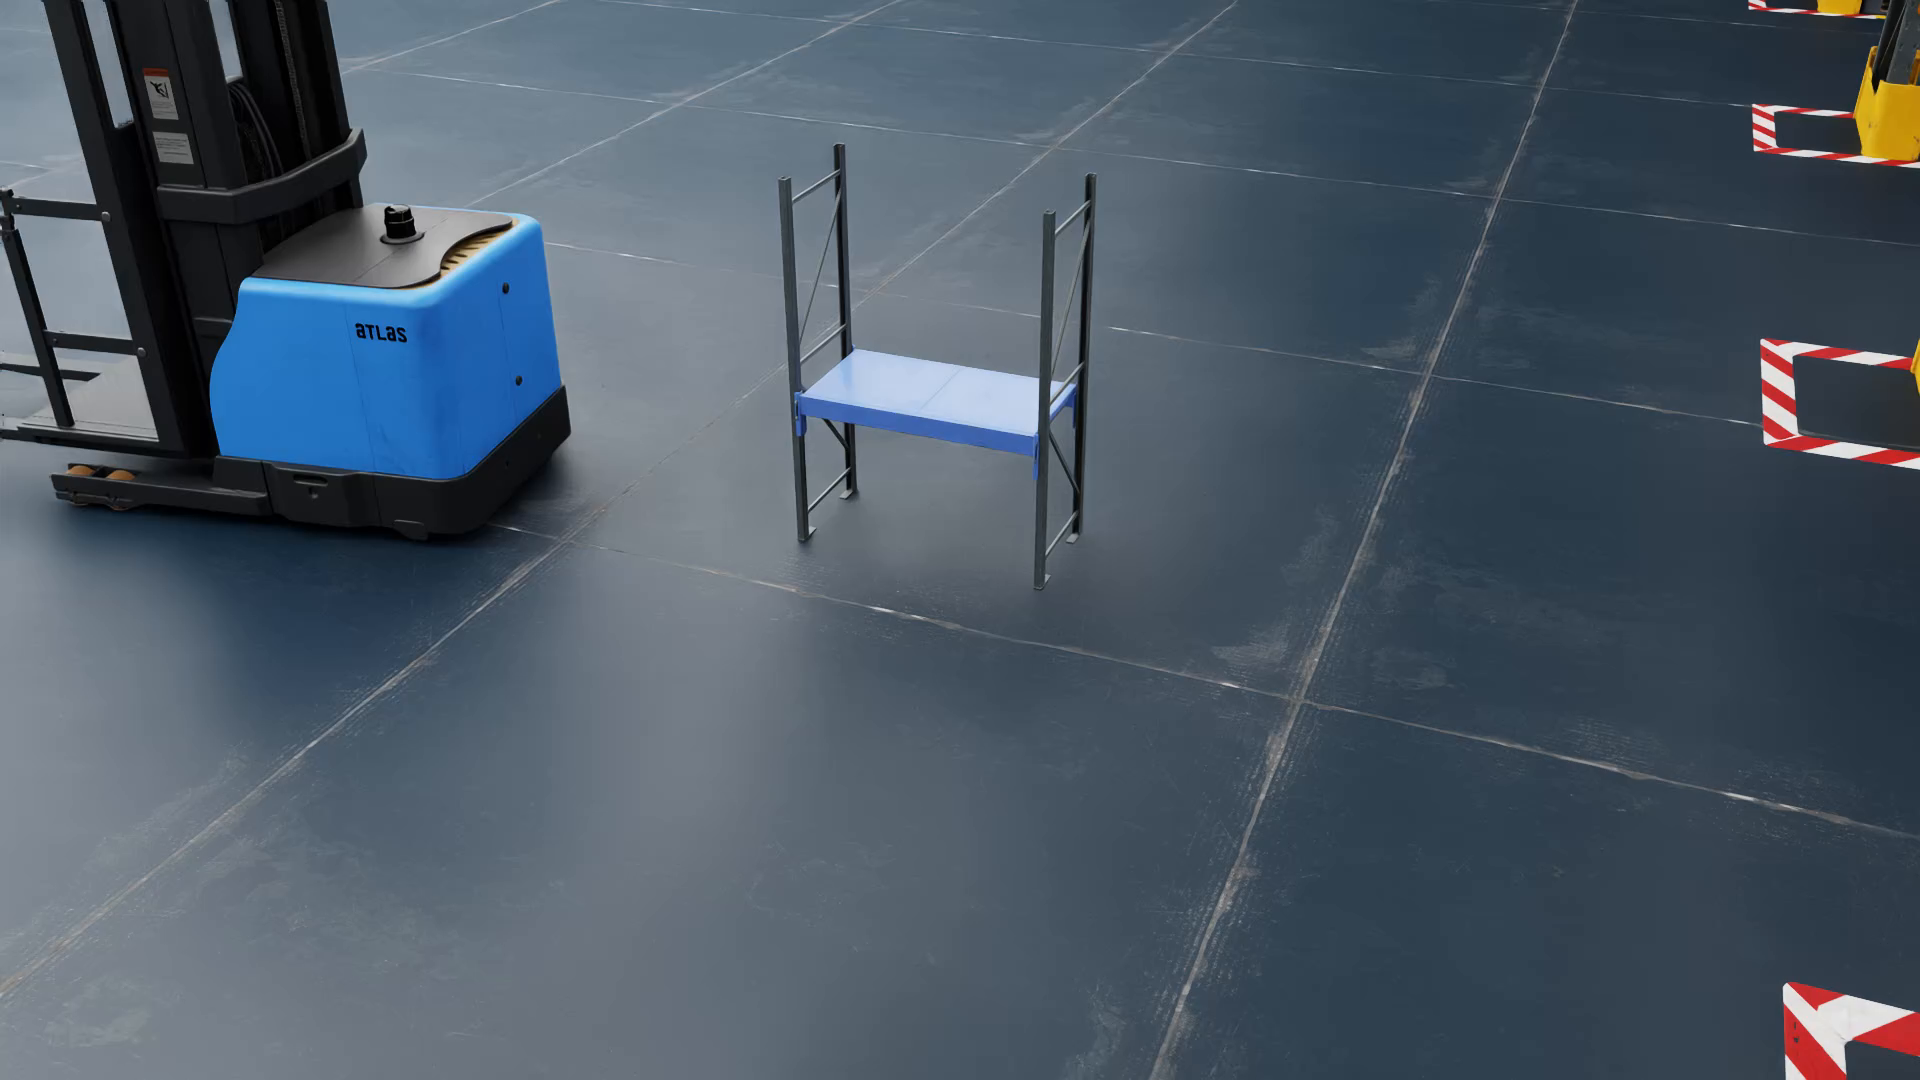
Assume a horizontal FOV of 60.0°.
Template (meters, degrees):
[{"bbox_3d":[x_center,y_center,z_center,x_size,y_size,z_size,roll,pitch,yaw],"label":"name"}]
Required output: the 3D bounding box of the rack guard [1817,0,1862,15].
[{"bbox_3d":[8.319,-5.334,15.679,0.348,0.500,1.175,11,31,19],"label":"rack guard"}]

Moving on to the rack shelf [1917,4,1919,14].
[{"bbox_3d":[8.328,-3.477,10.584,4.000,0.370,1.077,11,31,19],"label":"rack shelf"}]

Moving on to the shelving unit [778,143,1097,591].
[{"bbox_3d":[-0.079,-0.669,6.409,1.048,1.500,0.538,11,31,19],"label":"shelving unit"}]

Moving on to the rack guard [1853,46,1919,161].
[{"bbox_3d":[6.563,-3.079,11.690,0.348,0.500,1.175,11,31,19],"label":"rack guard"}]

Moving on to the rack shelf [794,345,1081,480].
[{"bbox_3d":[-0.079,-0.512,6.497,1.000,0.185,0.538,11,31,19],"label":"rack shelf"}]

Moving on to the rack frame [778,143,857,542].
[{"bbox_3d":[-0.550,-0.763,6.575,0.032,1.500,0.500,11,31,19],"label":"rack frame"}]

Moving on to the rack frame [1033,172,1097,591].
[{"bbox_3d":[0.392,-0.575,6.242,0.032,1.500,0.500,11,31,19],"label":"rack frame"}]

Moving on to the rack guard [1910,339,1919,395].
[{"bbox_3d":[4.683,-0.799,7.656,0.348,0.500,1.175,11,31,19],"label":"rack guard"}]

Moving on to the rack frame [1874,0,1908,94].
[{"bbox_3d":[6.474,-4.159,11.059,0.053,2.616,0.949,11,31,19],"label":"rack frame"}]
